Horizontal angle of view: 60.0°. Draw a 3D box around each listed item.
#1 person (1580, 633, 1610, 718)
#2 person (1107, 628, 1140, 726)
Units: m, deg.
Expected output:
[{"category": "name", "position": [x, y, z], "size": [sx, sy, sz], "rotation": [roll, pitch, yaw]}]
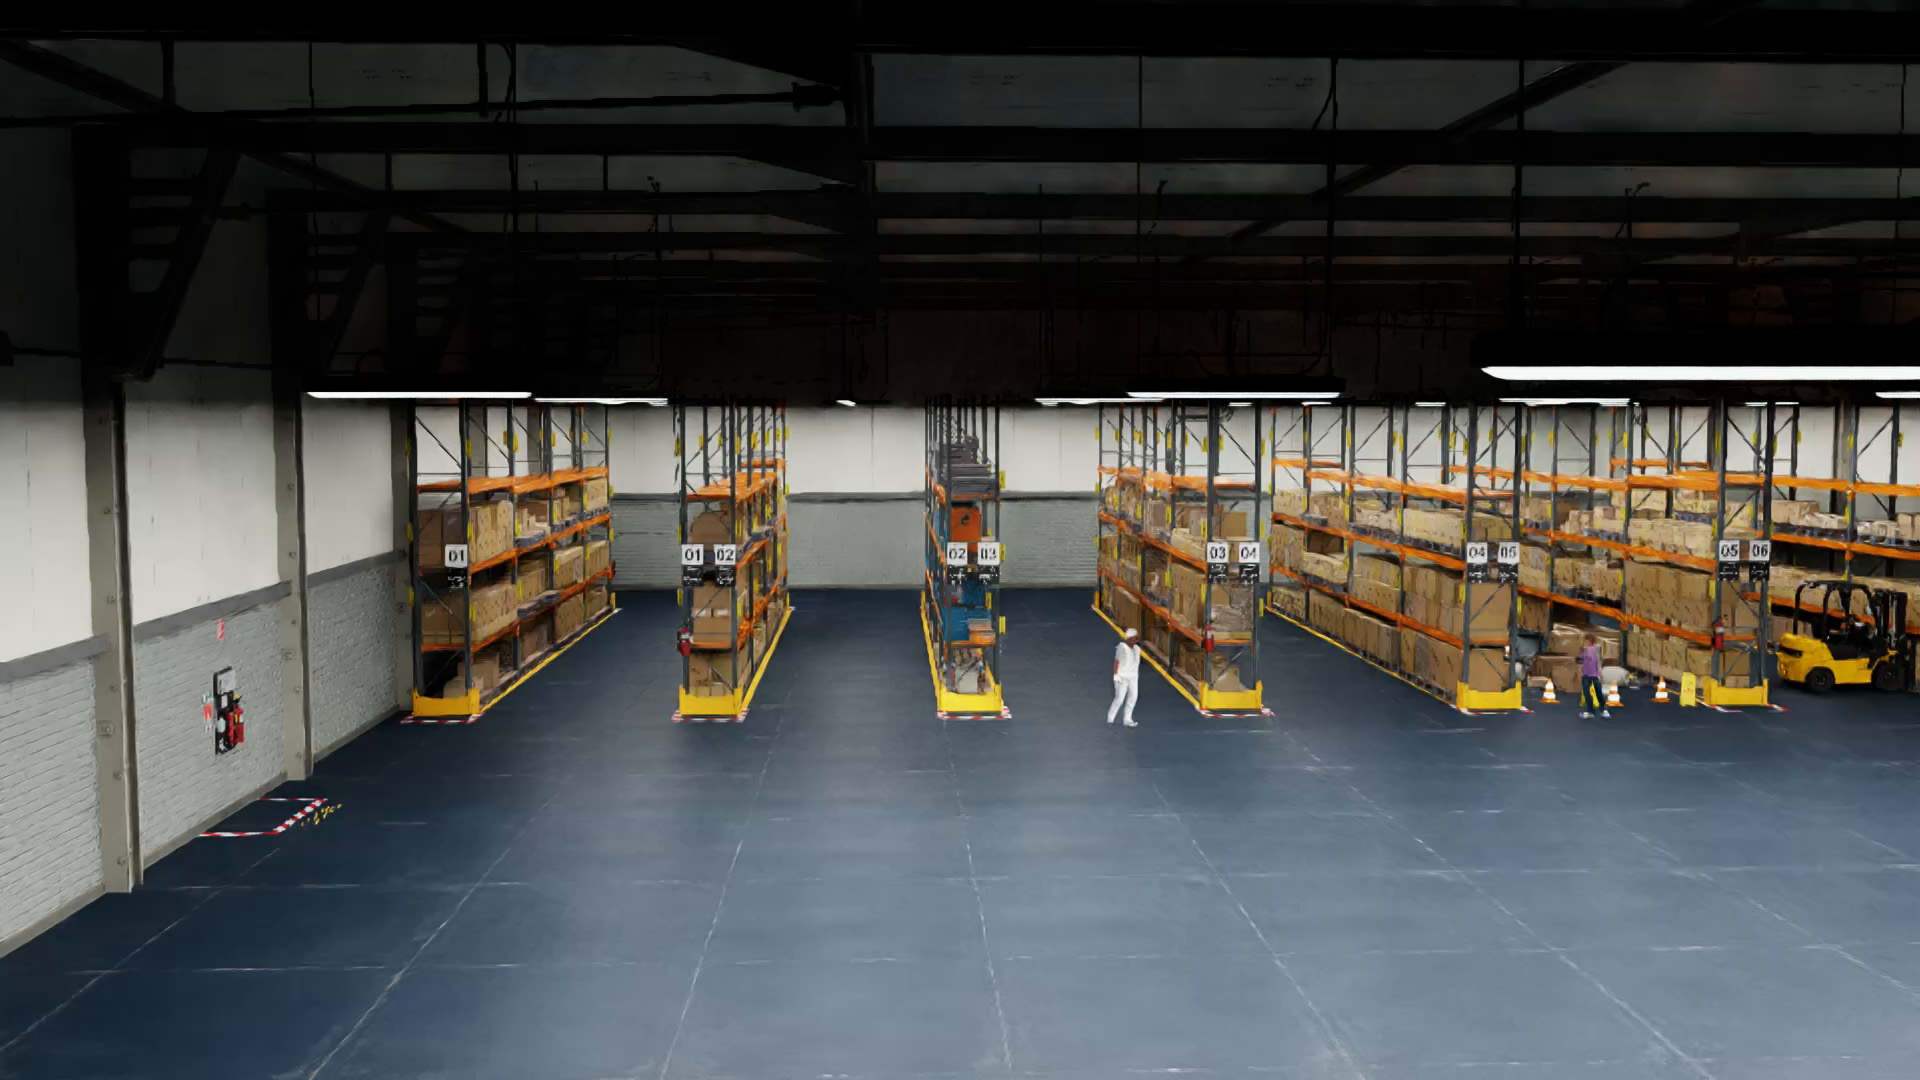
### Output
[{"category": "person", "position": [11.779, 2.490, 30.836], "size": [0.491, 1.565, 0.515], "rotation": [-3, 5, -29]}, {"category": "person", "position": [2.973, 2.465, 30.116], "size": [0.597, 1.772, 0.574], "rotation": [-4, 6, -38]}]
